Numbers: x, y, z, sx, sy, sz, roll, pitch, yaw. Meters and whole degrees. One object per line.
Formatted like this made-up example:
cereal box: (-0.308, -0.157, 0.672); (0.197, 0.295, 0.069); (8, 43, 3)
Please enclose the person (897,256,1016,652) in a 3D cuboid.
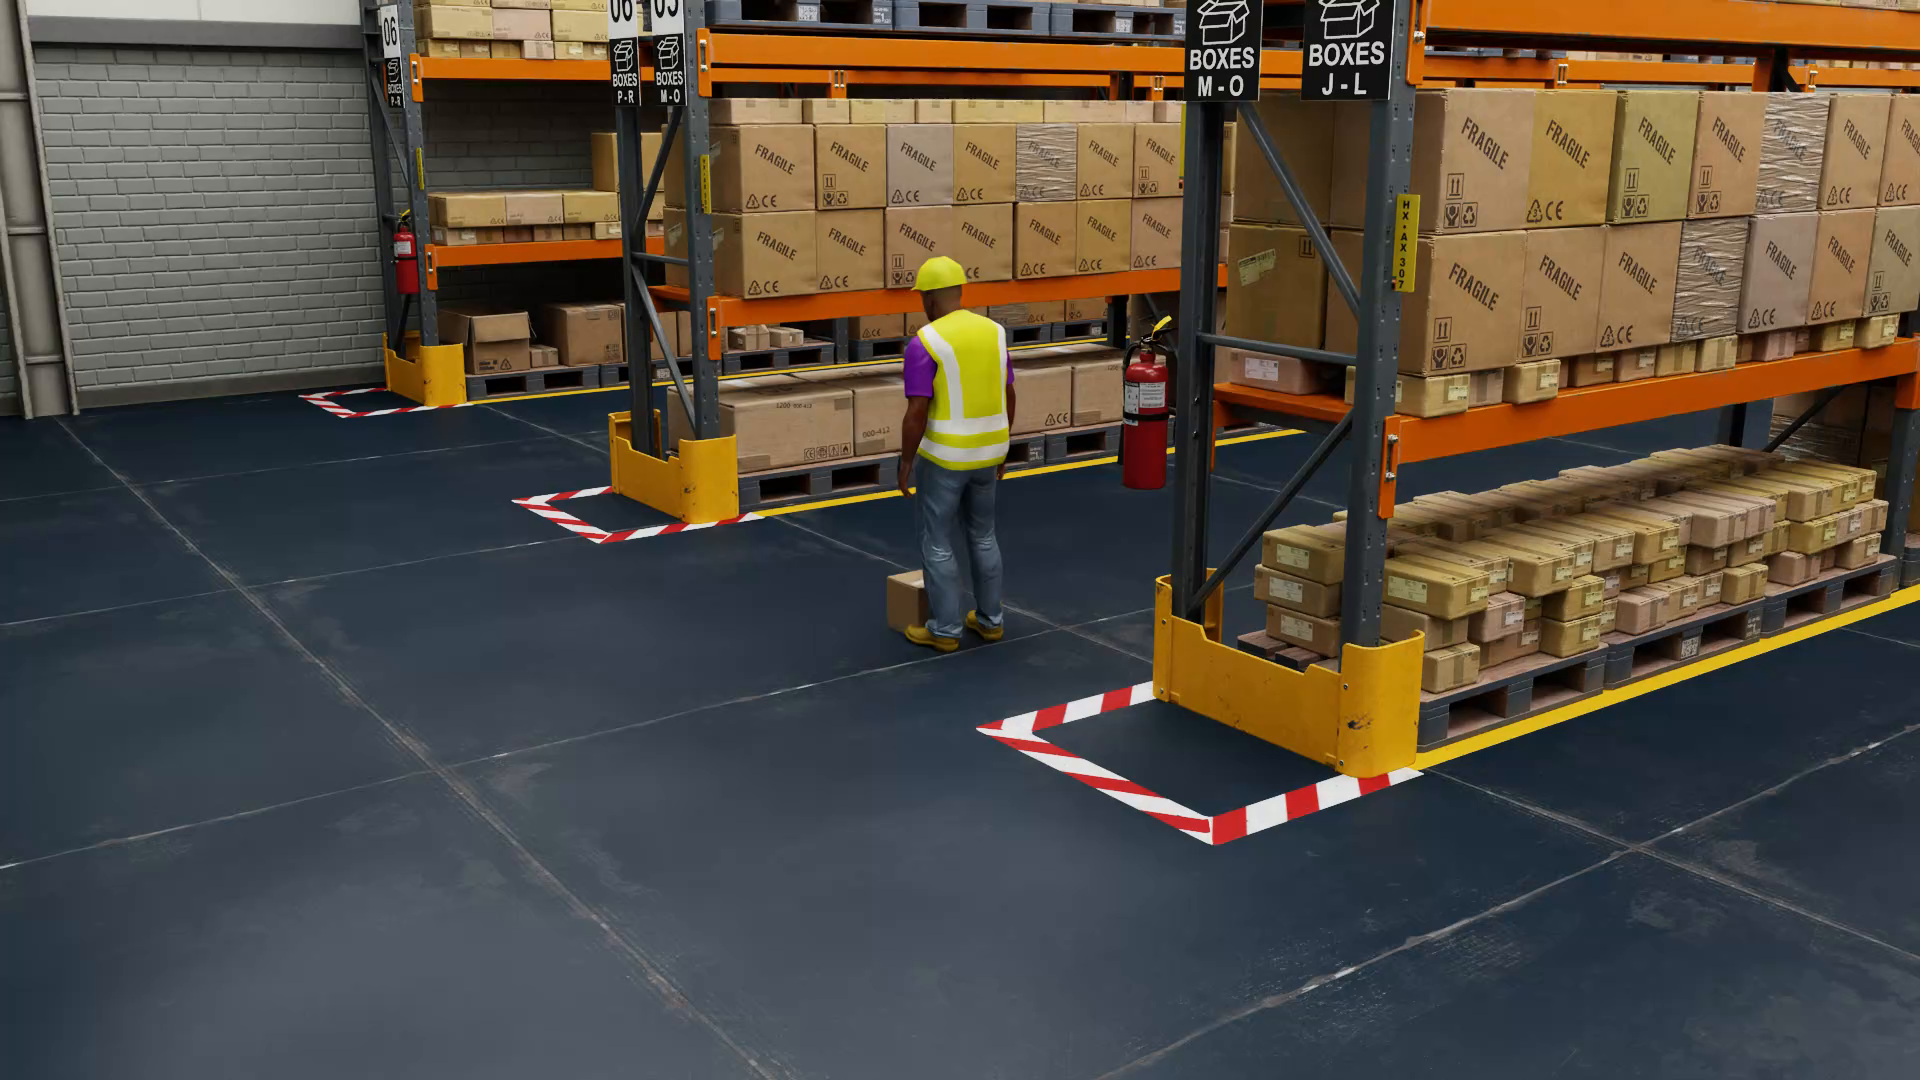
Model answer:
person: (-0.026, -0.386, 7.478); (0.621, 1.759, 0.461); (-11, 18, -37)
